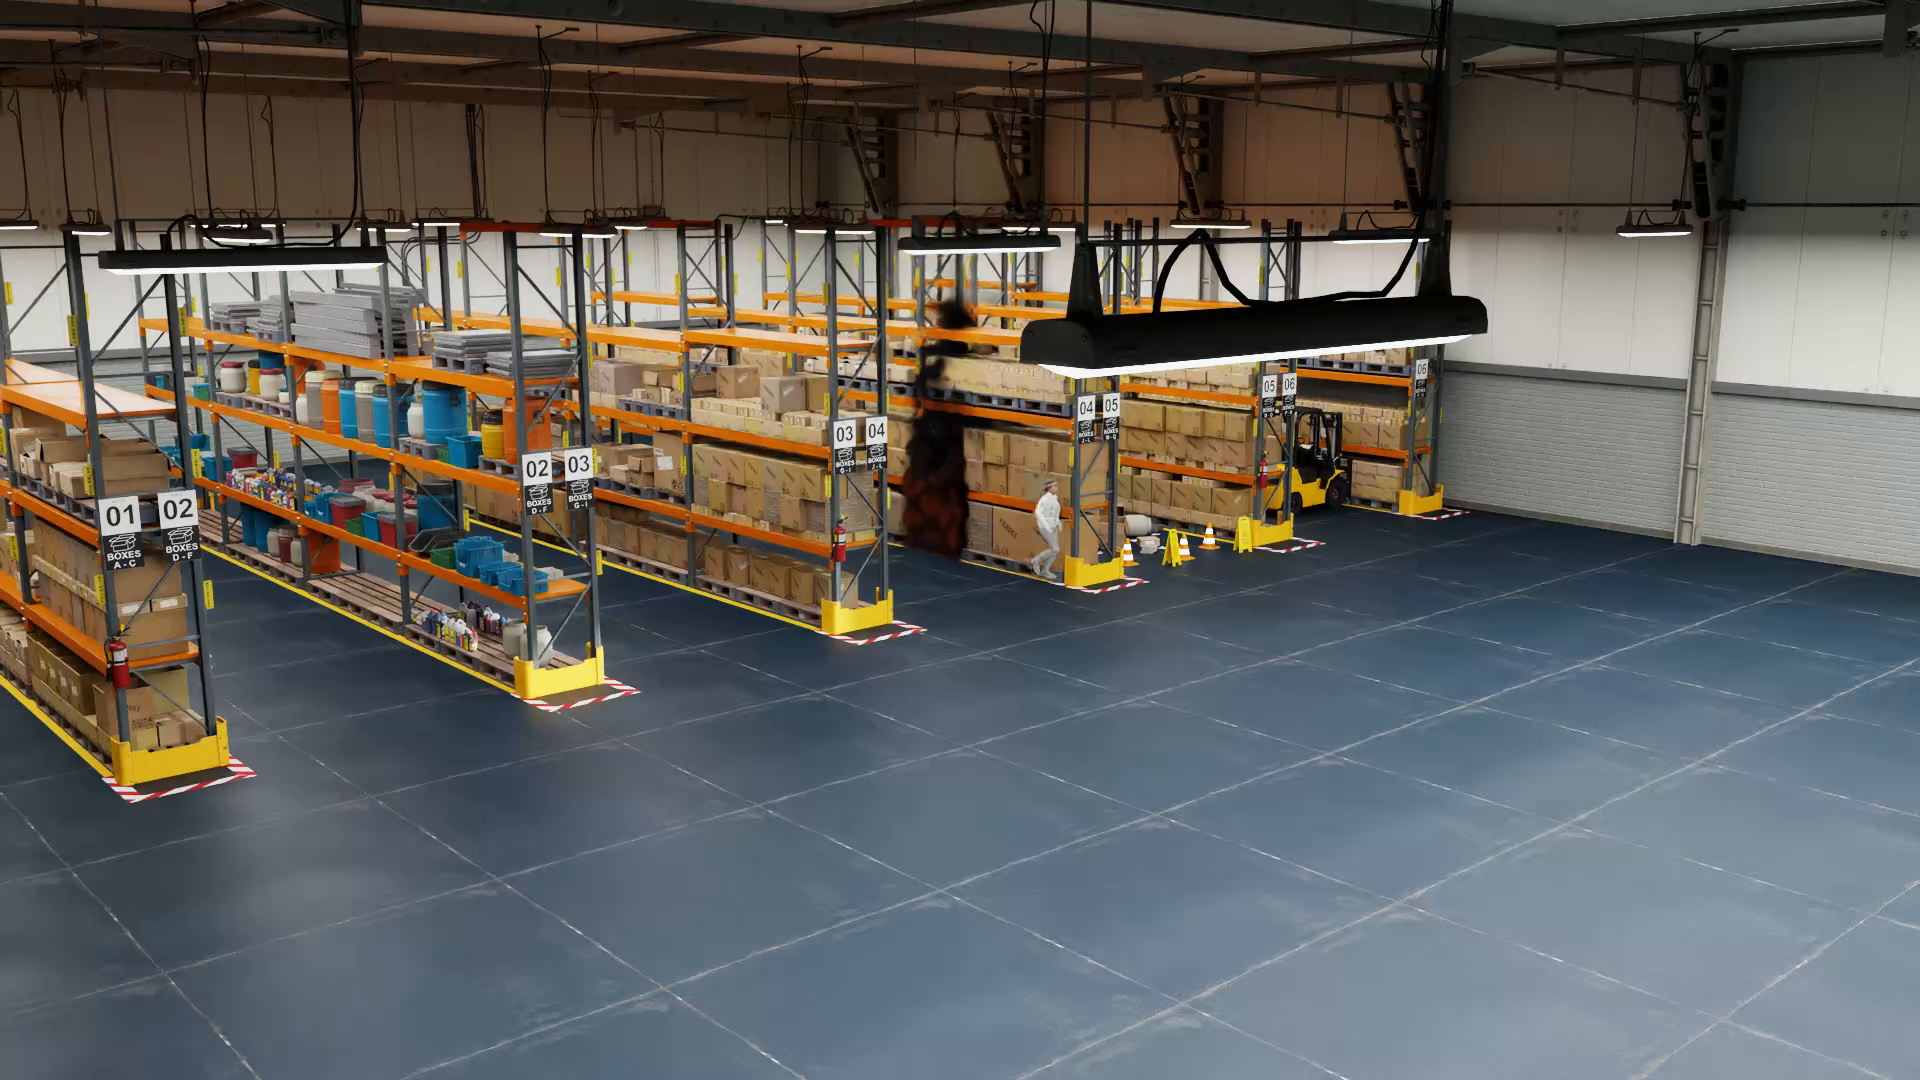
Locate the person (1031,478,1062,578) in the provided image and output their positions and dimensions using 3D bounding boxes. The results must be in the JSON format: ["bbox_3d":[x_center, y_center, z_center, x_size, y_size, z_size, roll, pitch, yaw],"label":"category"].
[{"bbox_3d":[1.419,-0.206,27.293,0.451,1.660,0.651,5,13,24],"label":"person"}]

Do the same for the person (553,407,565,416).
[{"bbox_3d":[-9.575,-2.405,39.341,0.700,1.715,0.614,1,11,5],"label":"person"}]
